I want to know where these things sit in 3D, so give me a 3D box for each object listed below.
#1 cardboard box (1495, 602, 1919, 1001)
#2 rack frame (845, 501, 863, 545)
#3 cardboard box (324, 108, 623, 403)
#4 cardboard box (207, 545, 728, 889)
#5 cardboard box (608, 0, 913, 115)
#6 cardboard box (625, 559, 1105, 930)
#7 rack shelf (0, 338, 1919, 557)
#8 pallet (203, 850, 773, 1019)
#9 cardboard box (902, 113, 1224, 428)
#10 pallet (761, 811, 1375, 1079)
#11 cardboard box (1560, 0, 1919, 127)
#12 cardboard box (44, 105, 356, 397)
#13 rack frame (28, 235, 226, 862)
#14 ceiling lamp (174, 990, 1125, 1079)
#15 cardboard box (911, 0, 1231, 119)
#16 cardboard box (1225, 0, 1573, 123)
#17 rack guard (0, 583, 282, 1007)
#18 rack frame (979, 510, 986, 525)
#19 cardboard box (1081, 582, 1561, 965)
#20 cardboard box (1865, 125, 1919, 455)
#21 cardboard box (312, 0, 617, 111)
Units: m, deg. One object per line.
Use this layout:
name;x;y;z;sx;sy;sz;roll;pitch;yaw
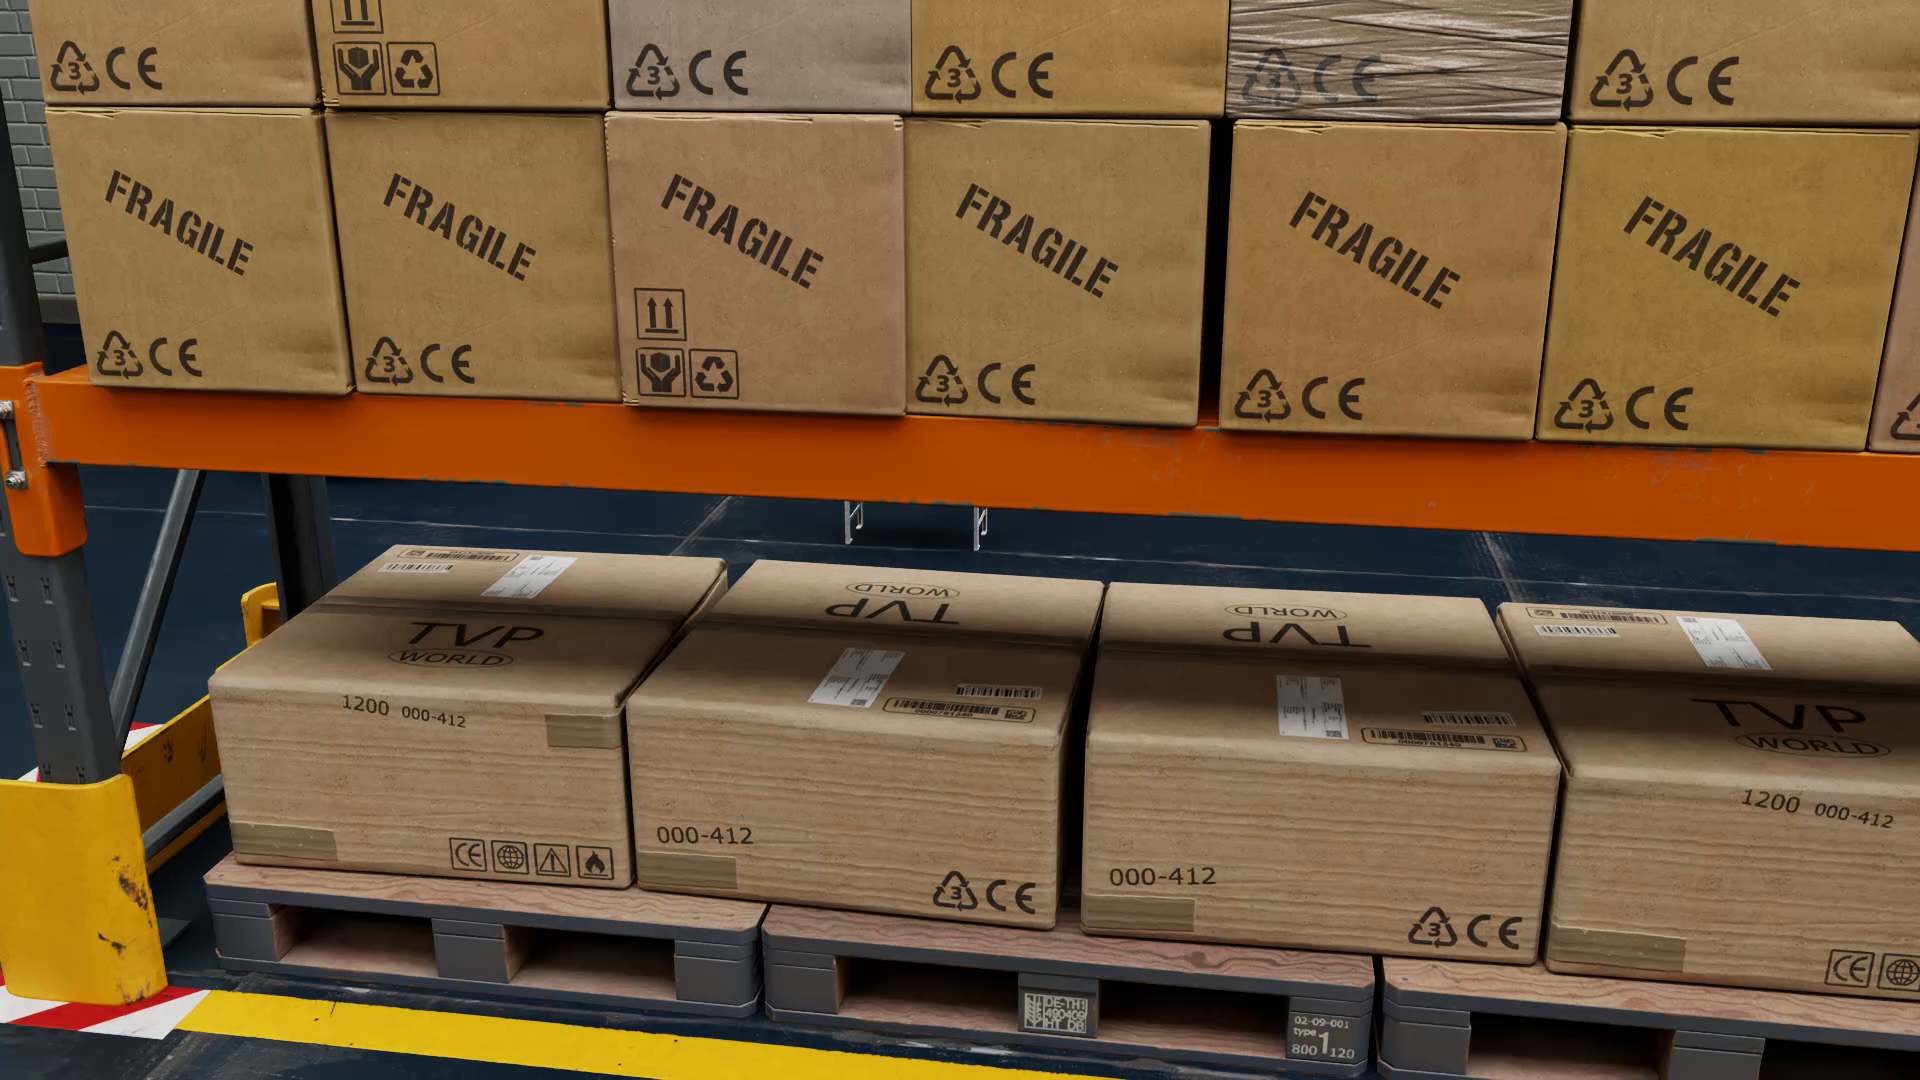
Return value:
cardboard box;1.612;0.504;3.446;0.875;0.438;0.875;3;19;8
rack frame;-0.404;-0.590;6.174;0.015;1.200;0.240;3;19;9
cardboard box;-0.802;-0.565;3.106;0.500;0.500;0.500;3;19;8
cardboard box;-1.067;0.370;3.847;0.875;0.438;0.875;2;19;7
cardboard box;-0.285;-1.009;2.858;0.500;0.500;0.500;3;19;8
cardboard box;-0.162;0.413;3.717;0.875;0.438;0.875;3;19;10
rack shelf;0.240;-0.206;3.326;4.000;0.370;1.077;3;19;9
pallet;-0.933;0.690;3.908;1.213;0.211;1.003;3;19;9
cardboard box;0.194;-0.513;2.952;0.500;0.500;0.500;4;19;10
pallet;0.268;0.752;3.722;1.213;0.211;1.003;3;19;9
cardboard box;1.205;-0.934;2.633;0.500;0.500;0.500;3;19;8
cardboard box;-1.306;-0.581;3.156;0.500;0.500;0.500;3;19;8
rack frame;-1.734;-0.649;3.516;0.053;2.616;0.949;3;19;9
ceiling lamp;0.131;1.052;3.160;3.459;0.001;0.159;3;19;9
cardboard box;0.208;-0.984;2.784;0.500;0.500;0.500;3;19;9
cardboard box;1.057;-1.421;2.472;1.234;1.526;0.509;4;19;10
rack guard;-1.758;0.536;3.913;0.348;0.500;1.175;3;19;9
rack frame;0.078;-0.565;6.102;0.006;1.046;0.228;3;19;9
cardboard box;0.728;0.459;3.580;0.875;0.438;0.875;2;19;7
cardboard box;1.716;-0.437;2.725;0.500;0.500;0.500;3;19;9
cardboard box;-0.795;-1.032;2.928;0.500;0.500;0.500;2;19;7
